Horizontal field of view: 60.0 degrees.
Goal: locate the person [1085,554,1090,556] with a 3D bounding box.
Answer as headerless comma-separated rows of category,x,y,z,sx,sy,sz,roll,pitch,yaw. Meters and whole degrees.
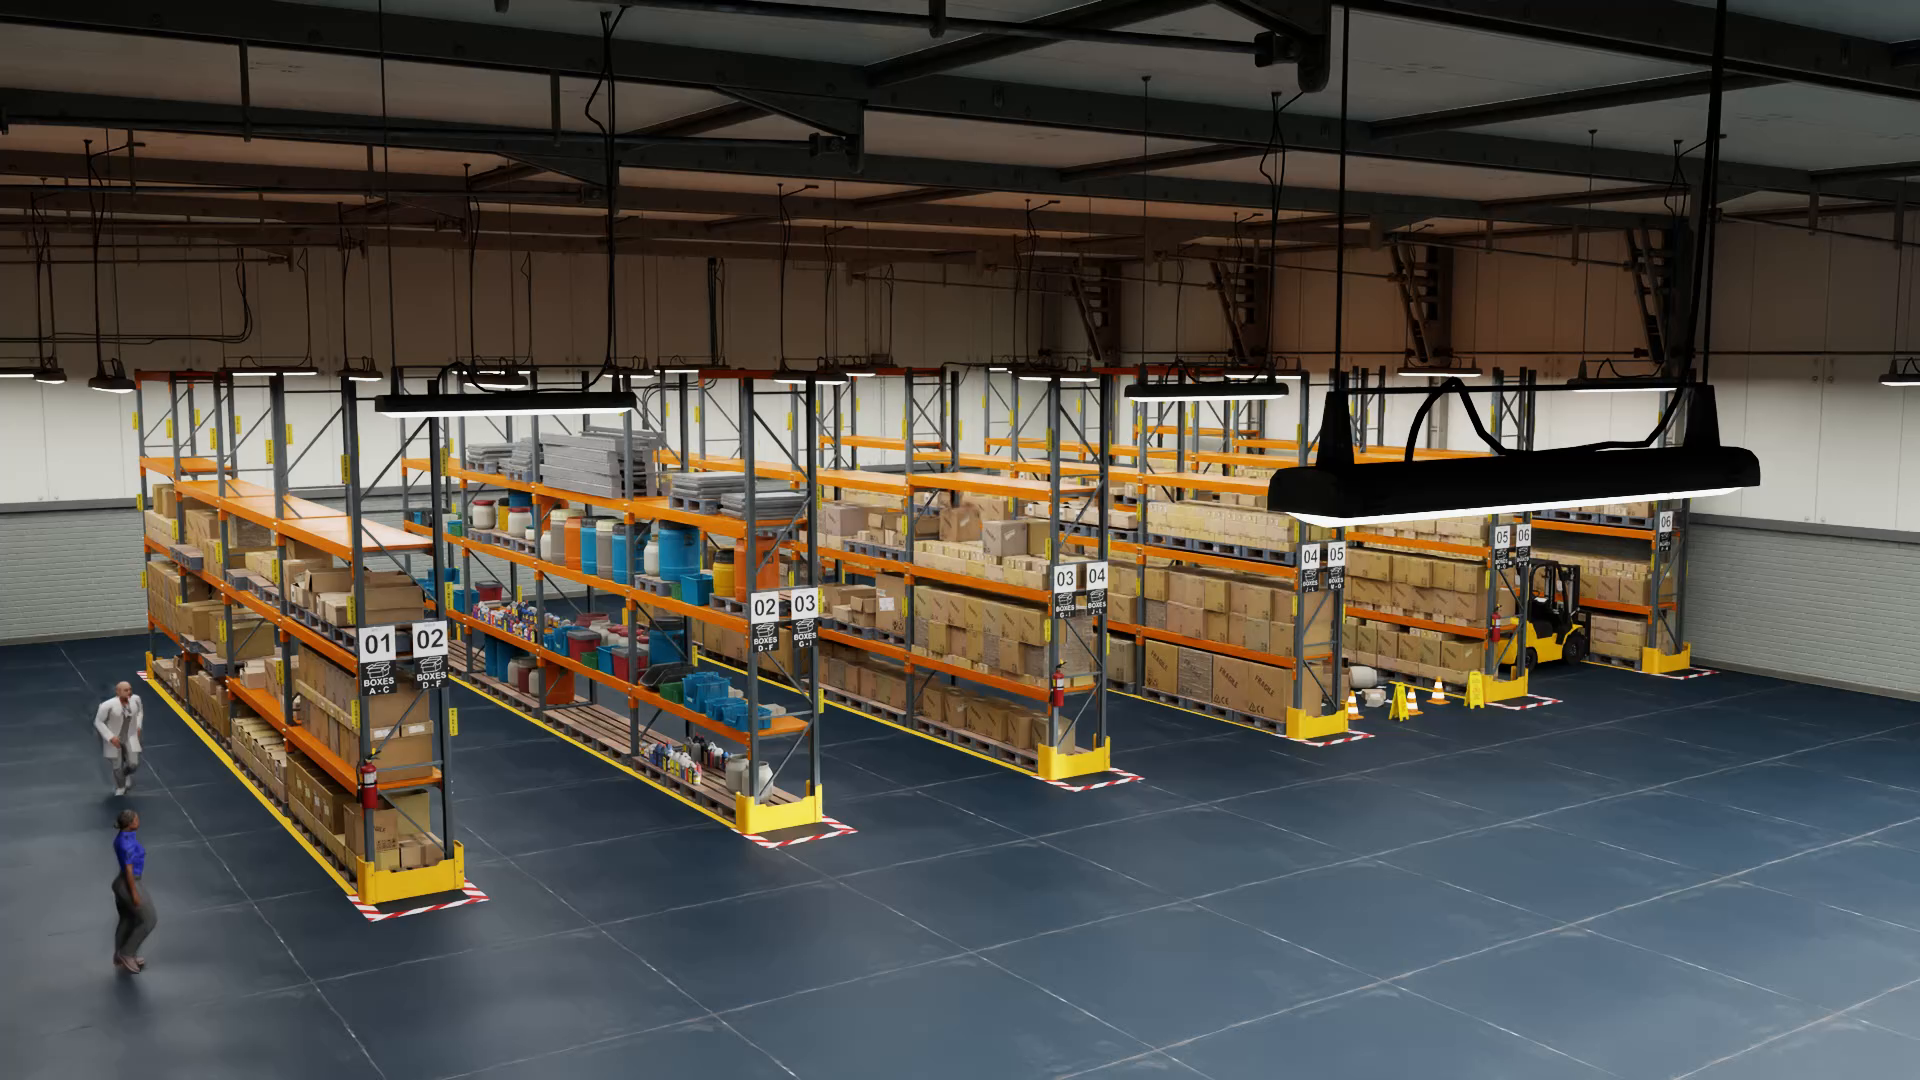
person,2.907,1.213,37.526,0.468,1.785,0.609,2,7,21

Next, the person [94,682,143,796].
person,-12.013,2.825,23.756,0.686,1.679,0.640,-5,8,-39

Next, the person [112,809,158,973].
person,-8.497,3.589,17.073,0.408,1.660,0.481,-4,8,-33
